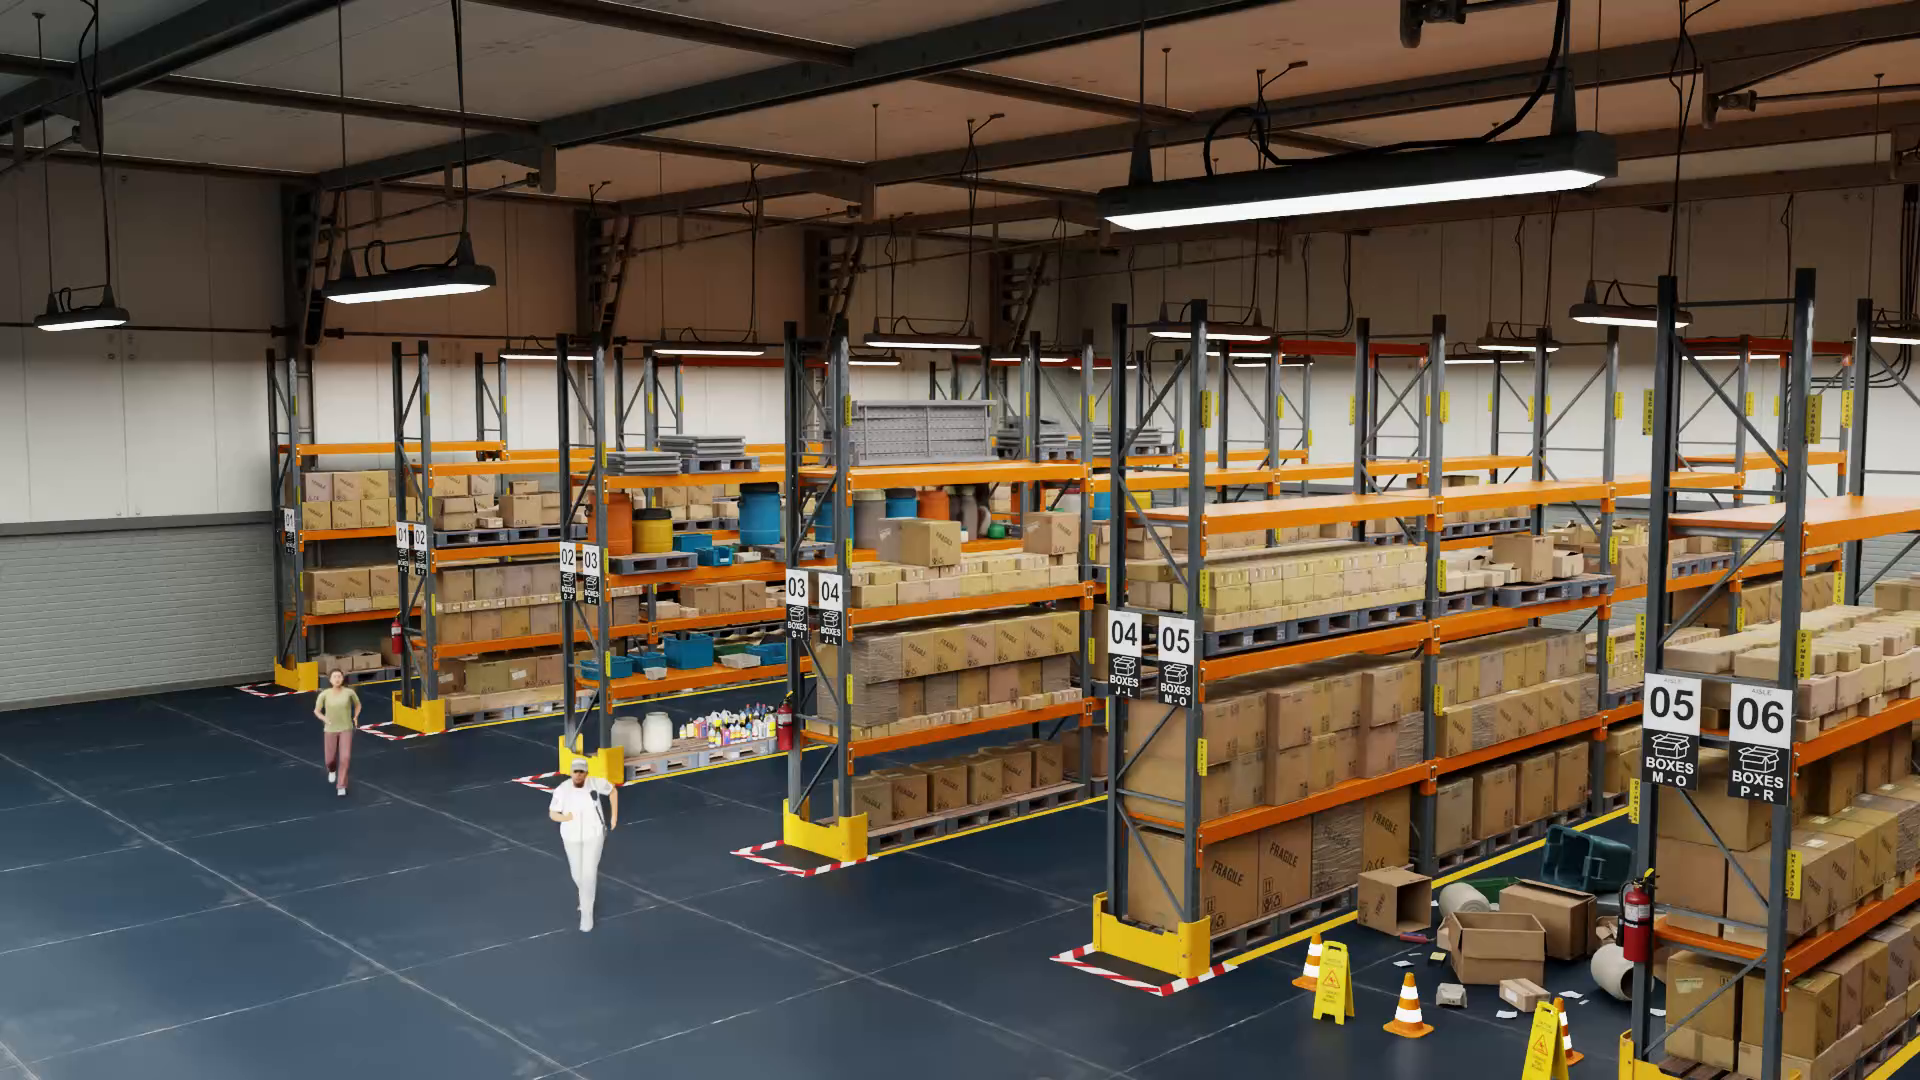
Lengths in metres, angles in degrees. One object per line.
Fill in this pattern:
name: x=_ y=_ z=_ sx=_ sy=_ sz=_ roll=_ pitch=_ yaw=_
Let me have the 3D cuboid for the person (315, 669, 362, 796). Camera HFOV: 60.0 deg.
person: x=-8.099 y=2.478 z=21.671 sx=0.566 sy=1.622 sz=0.702 roll=-2 pitch=5 yaw=-23

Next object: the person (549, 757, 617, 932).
person: x=-3.686 y=2.944 z=16.299 sx=0.626 sy=1.689 sz=0.823 roll=-1 pitch=5 yaw=-6
